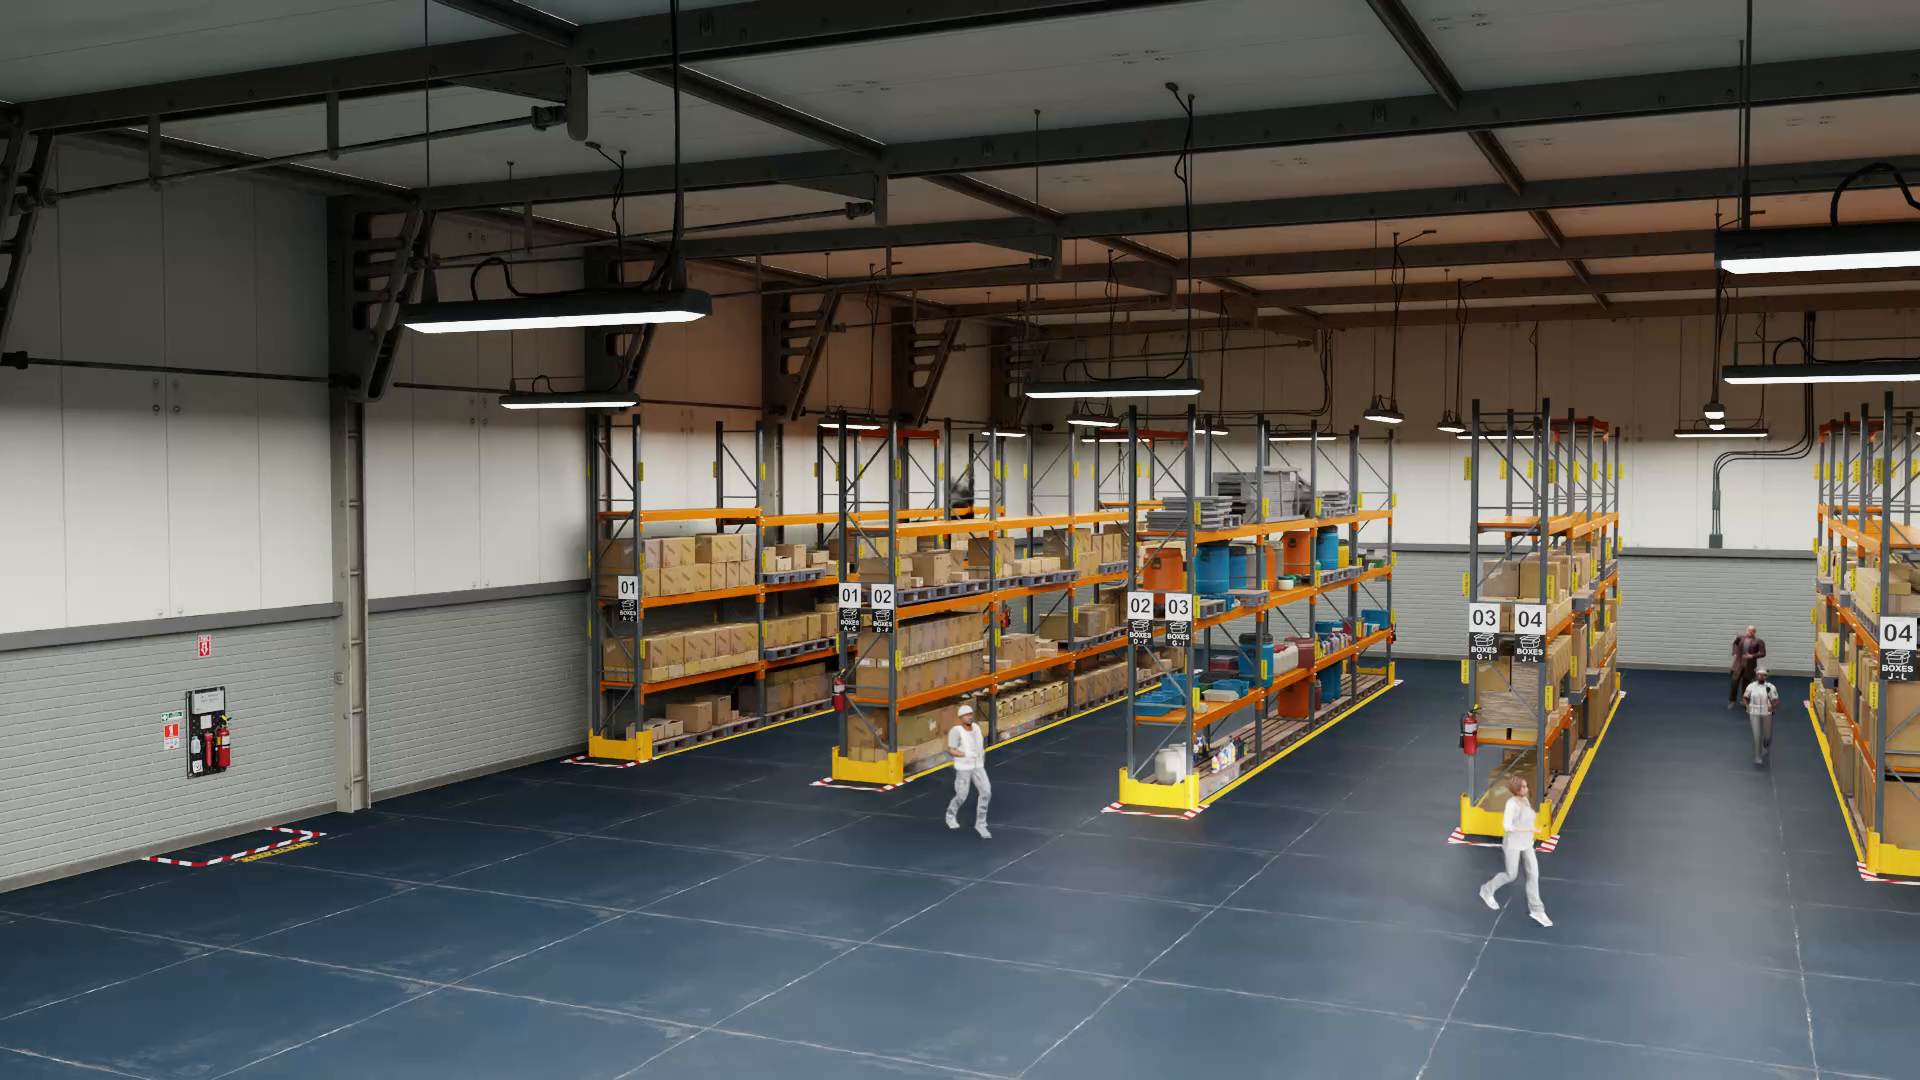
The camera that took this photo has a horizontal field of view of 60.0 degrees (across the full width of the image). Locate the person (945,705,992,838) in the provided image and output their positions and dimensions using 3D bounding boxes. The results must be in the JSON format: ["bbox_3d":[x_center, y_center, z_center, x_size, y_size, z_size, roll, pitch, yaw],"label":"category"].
[{"bbox_3d":[0.120,3.181,22.963,0.686,1.815,0.810,-2,3,-35],"label":"person"}]

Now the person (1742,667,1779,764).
[{"bbox_3d":[13.768,3.000,28.613,0.579,1.643,0.678,1,3,25],"label":"person"}]

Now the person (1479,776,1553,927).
[{"bbox_3d":[6.183,3.427,18.495,0.534,1.615,0.859,-2,3,-39],"label":"person"}]

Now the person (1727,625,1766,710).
[{"bbox_3d":[16.688,2.681,35.191,0.704,1.789,0.960,2,3,39],"label":"person"}]
